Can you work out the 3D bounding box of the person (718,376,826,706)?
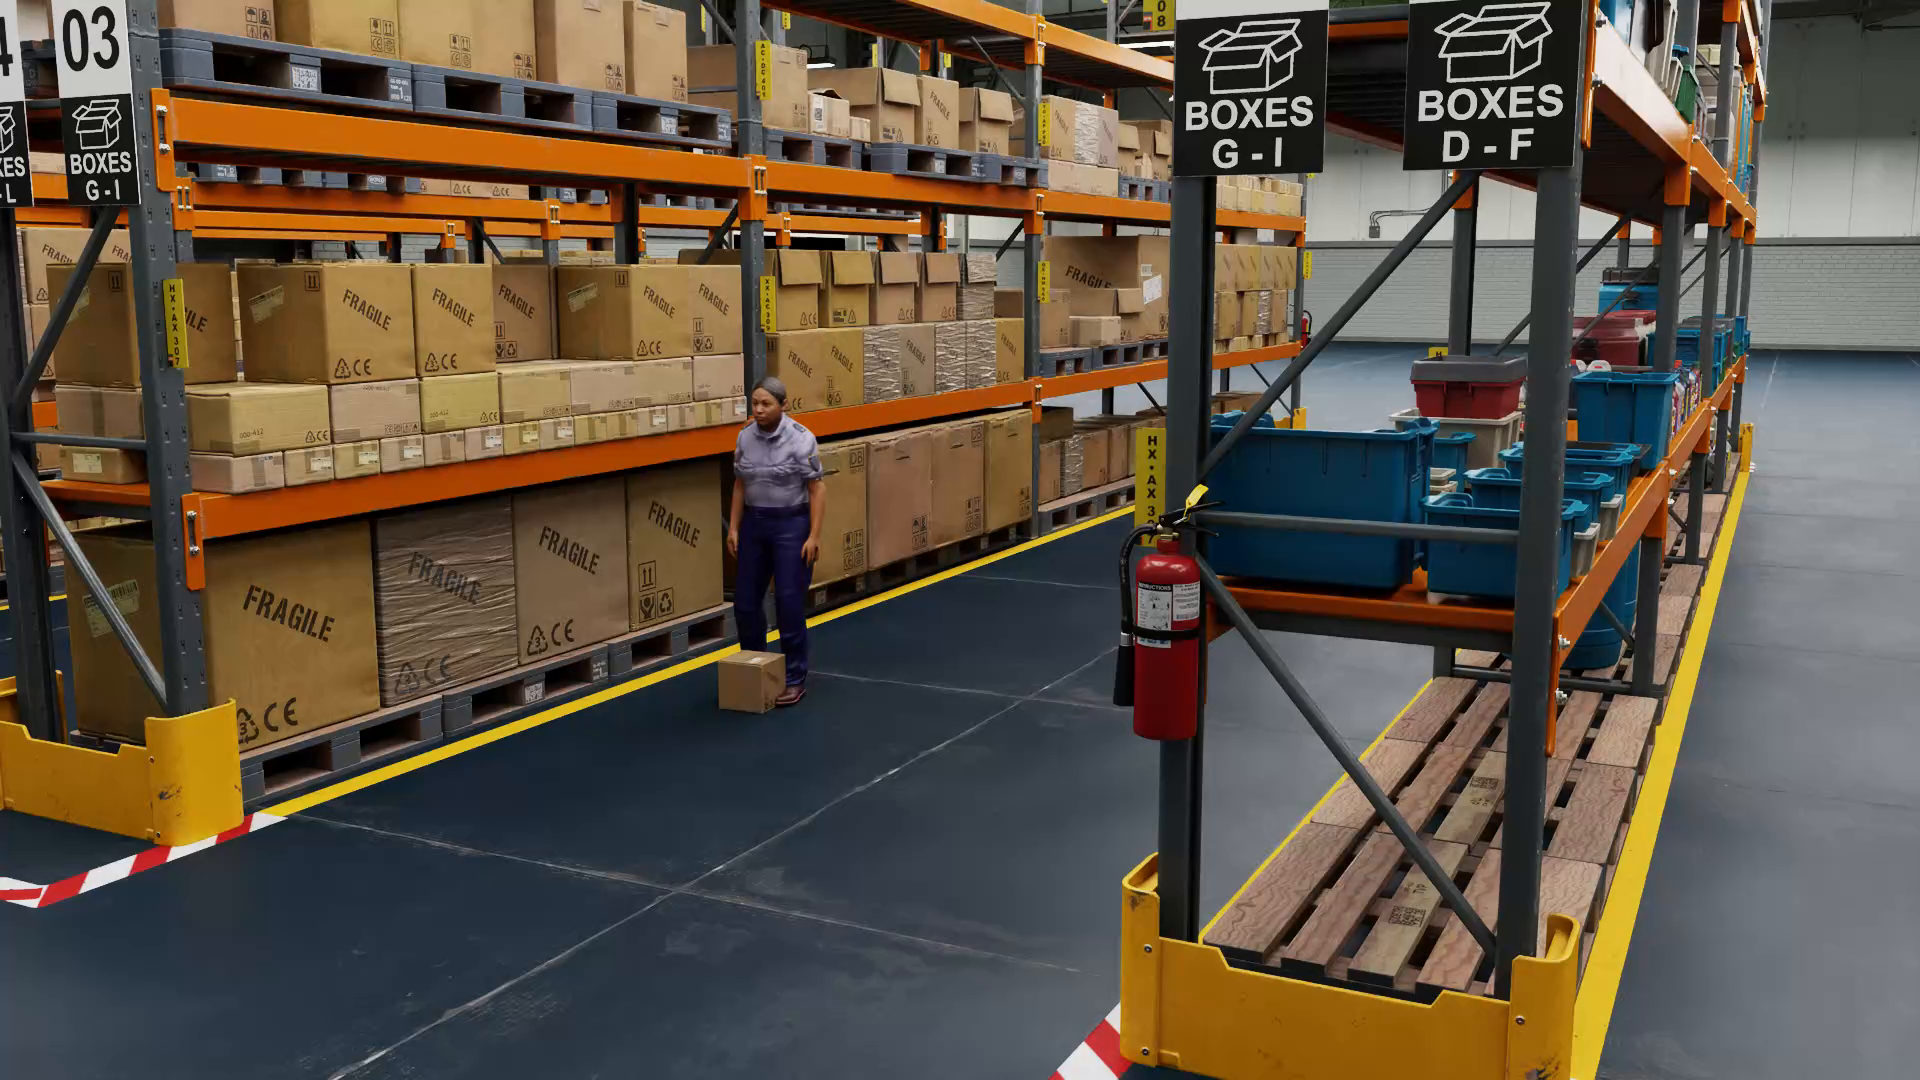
[{"bbox_3d":[-0.954,-0.009,8.454,0.552,1.652,0.415,4,10,25],"label":"person"}]
